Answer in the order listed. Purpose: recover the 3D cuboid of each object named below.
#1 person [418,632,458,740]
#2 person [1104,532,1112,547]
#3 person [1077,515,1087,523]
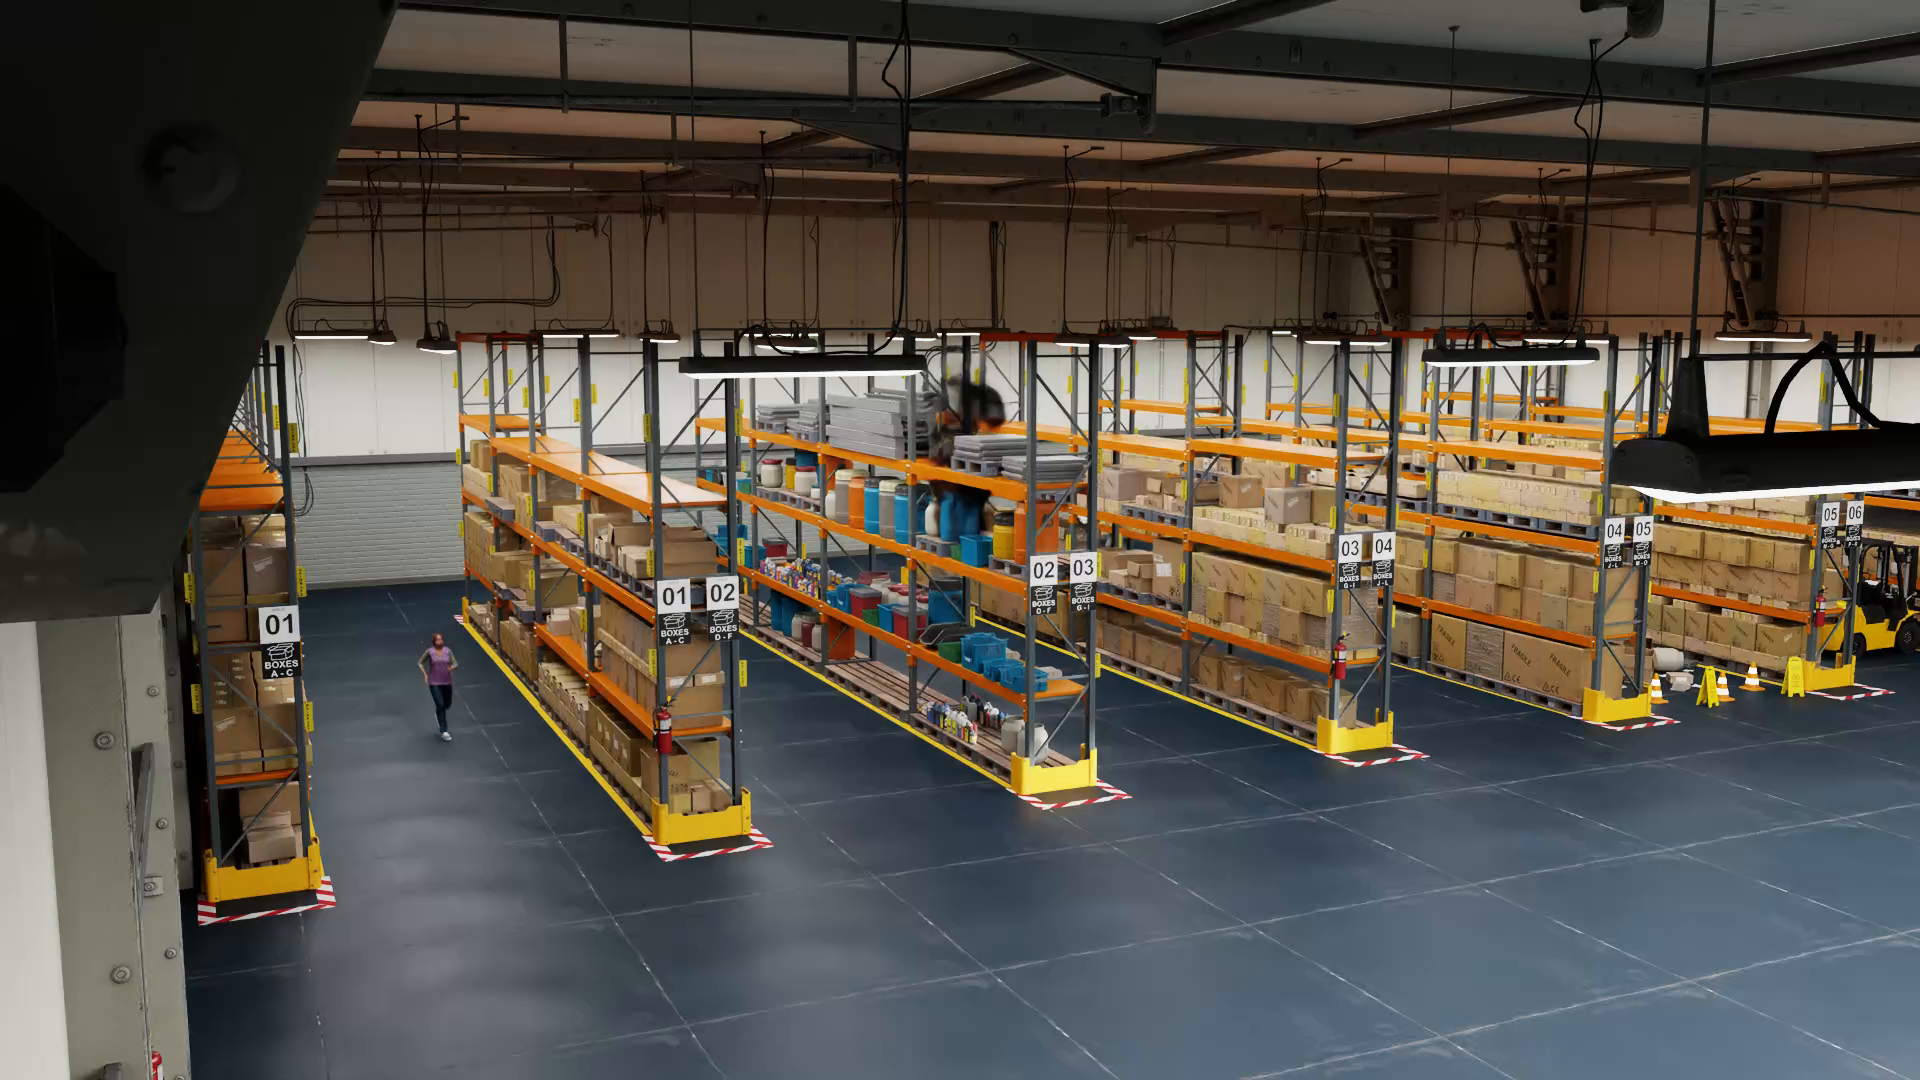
[{"bbox_3d":[-7.837,2.213,25.049,0.543,1.481,0.877,-5,9,-34],"label":"person"},{"bbox_3d":[3.905,-0.118,41.824,0.698,1.644,0.588,-4,9,-29],"label":"person"},{"bbox_3d":[3.042,-0.084,41.801,0.651,1.642,0.663,-2,8,-14],"label":"person"}]
